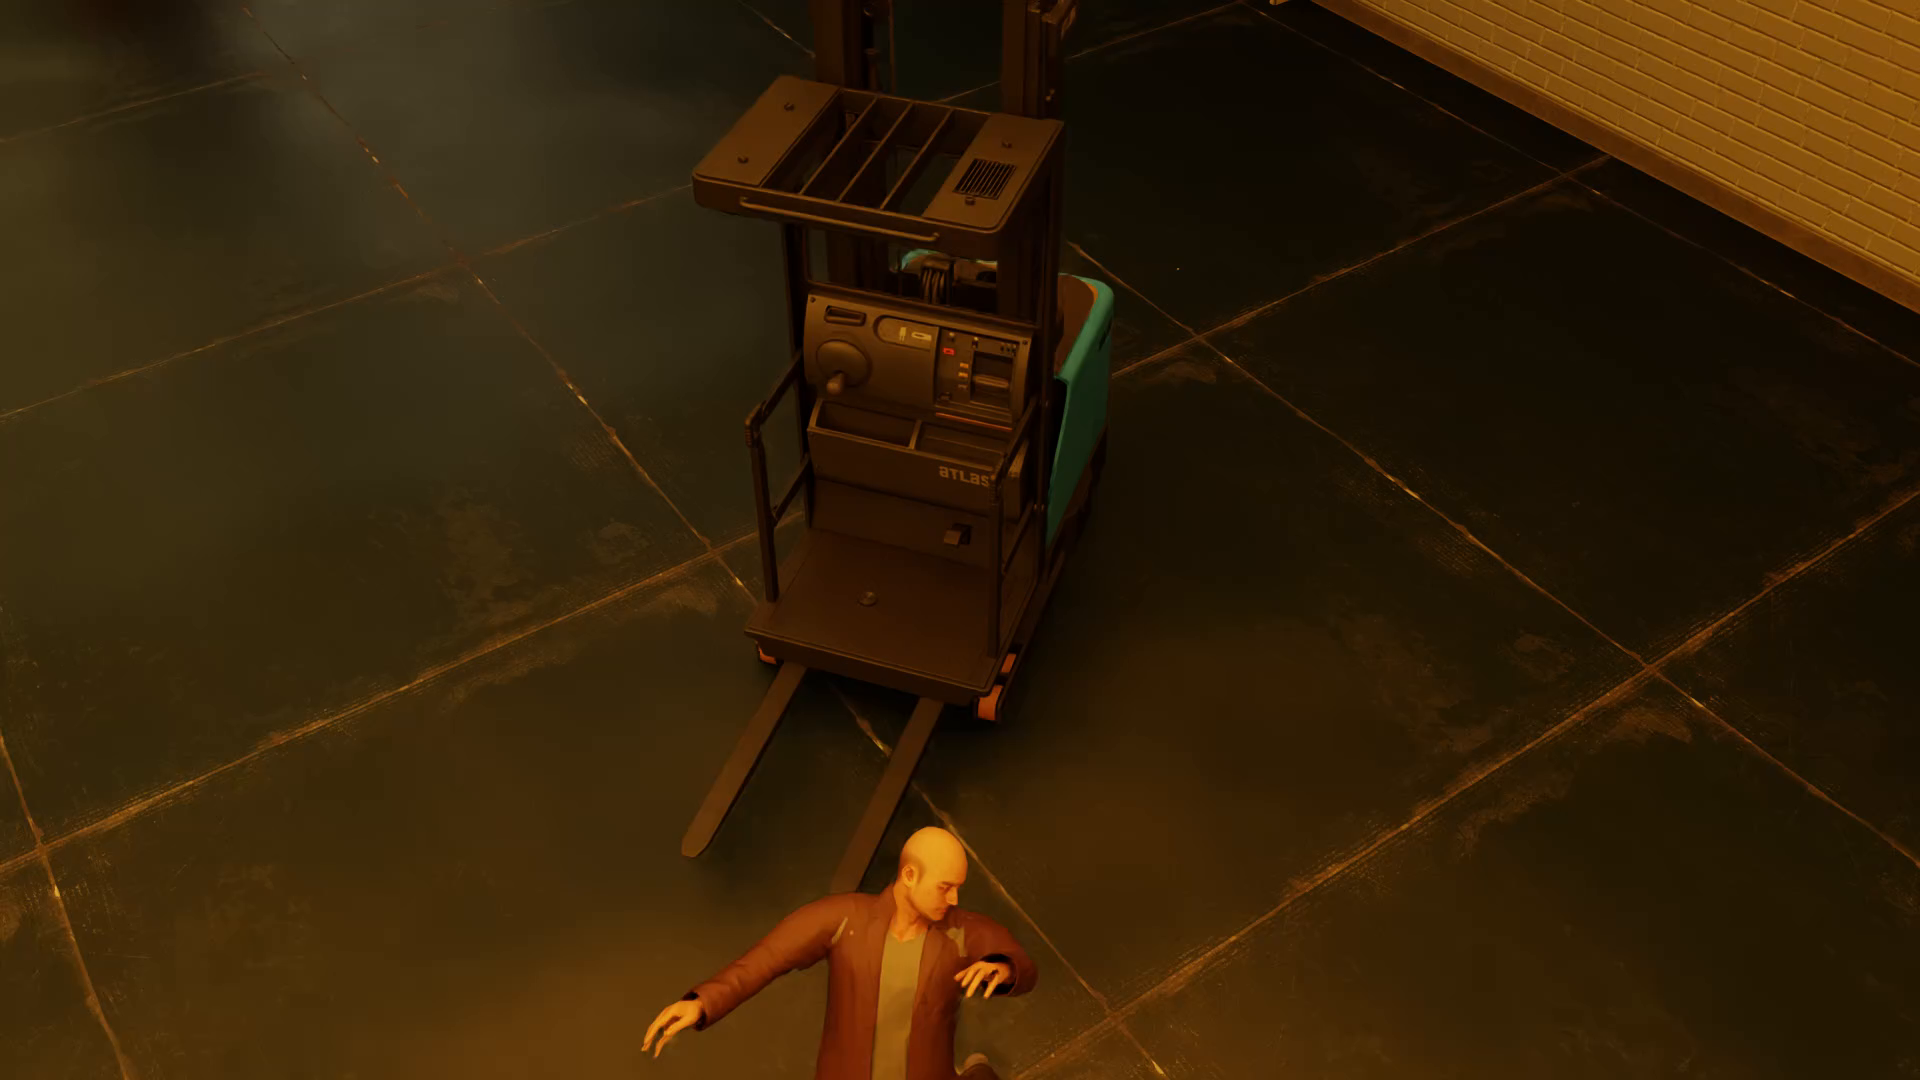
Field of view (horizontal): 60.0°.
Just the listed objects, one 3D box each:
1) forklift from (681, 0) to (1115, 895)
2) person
[{"bbox_3d":[-0.243,-0.626,6.395,1.130,2.935,3.031,13,44,14],"label":"forklift"},{"bbox_3d":[-0.336,1.545,4.972,1.085,1.644,0.687,-5,43,-5],"label":"person"}]
